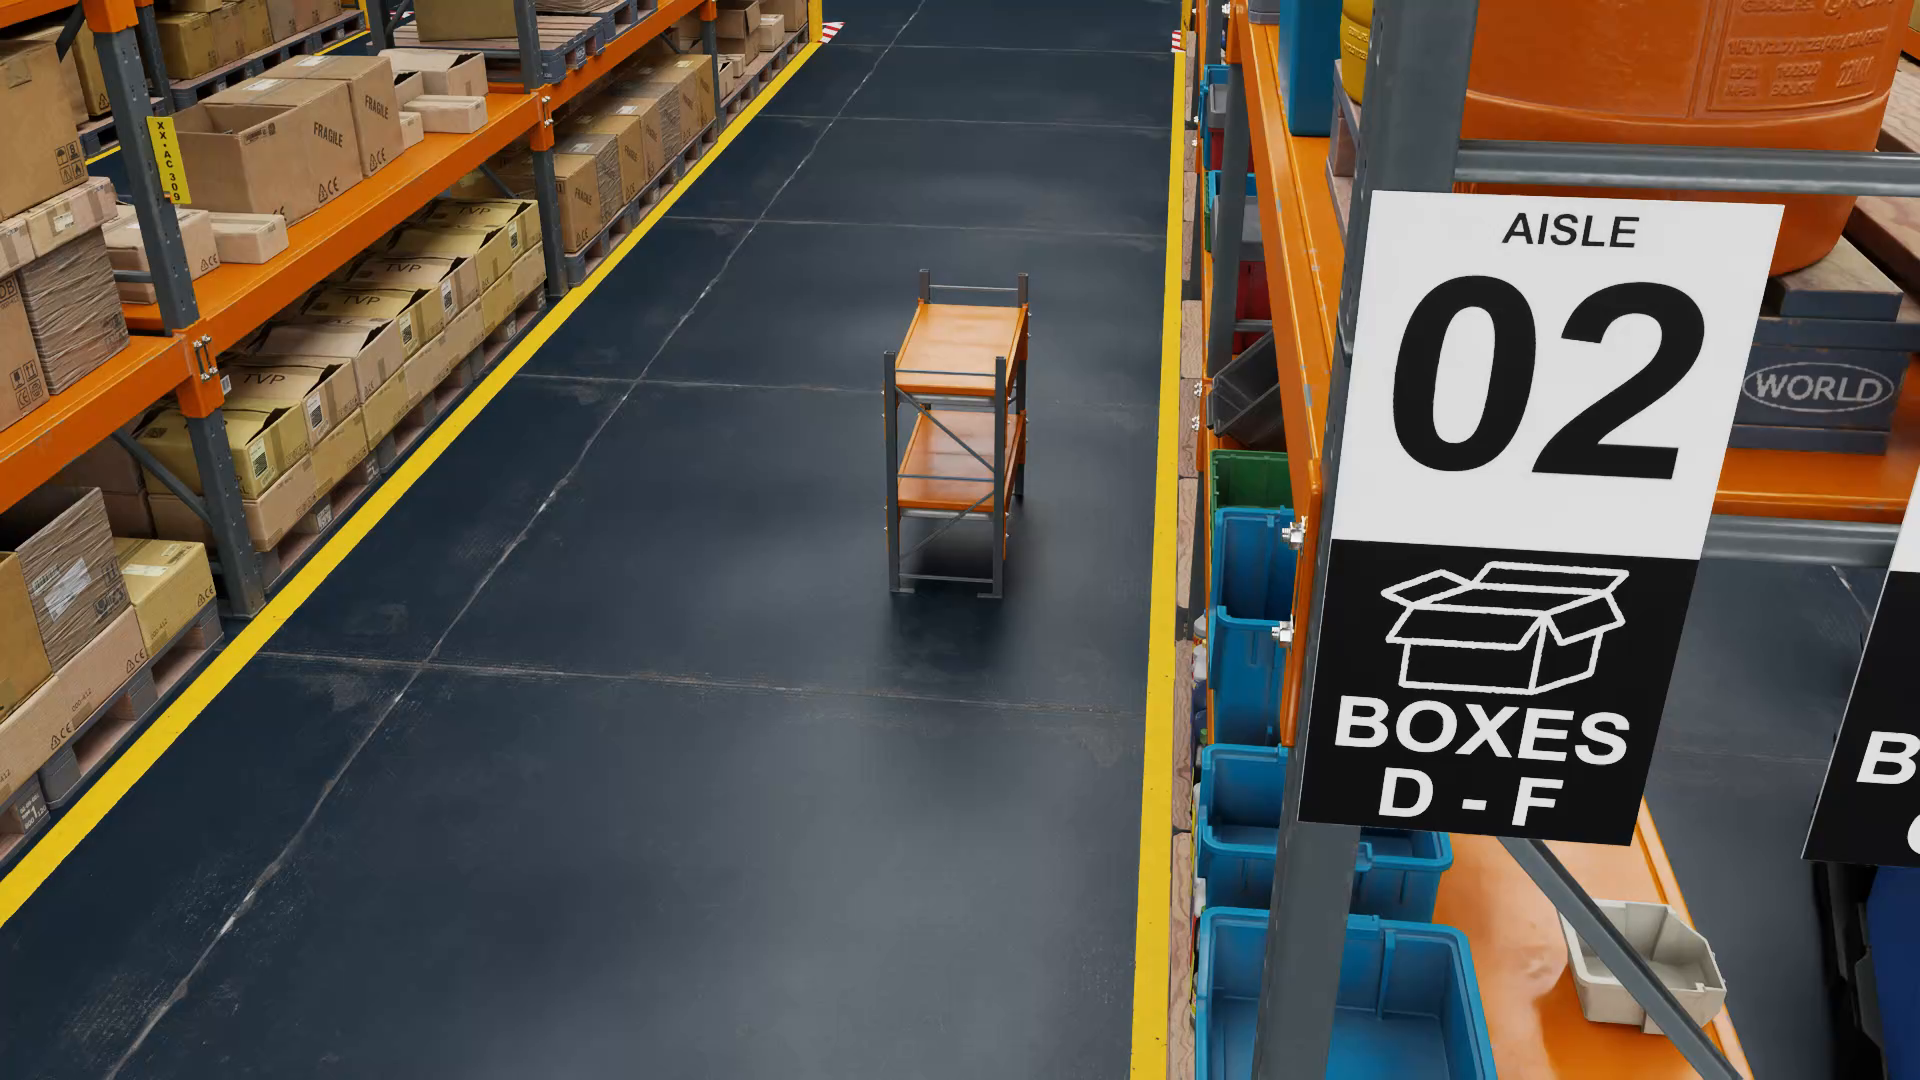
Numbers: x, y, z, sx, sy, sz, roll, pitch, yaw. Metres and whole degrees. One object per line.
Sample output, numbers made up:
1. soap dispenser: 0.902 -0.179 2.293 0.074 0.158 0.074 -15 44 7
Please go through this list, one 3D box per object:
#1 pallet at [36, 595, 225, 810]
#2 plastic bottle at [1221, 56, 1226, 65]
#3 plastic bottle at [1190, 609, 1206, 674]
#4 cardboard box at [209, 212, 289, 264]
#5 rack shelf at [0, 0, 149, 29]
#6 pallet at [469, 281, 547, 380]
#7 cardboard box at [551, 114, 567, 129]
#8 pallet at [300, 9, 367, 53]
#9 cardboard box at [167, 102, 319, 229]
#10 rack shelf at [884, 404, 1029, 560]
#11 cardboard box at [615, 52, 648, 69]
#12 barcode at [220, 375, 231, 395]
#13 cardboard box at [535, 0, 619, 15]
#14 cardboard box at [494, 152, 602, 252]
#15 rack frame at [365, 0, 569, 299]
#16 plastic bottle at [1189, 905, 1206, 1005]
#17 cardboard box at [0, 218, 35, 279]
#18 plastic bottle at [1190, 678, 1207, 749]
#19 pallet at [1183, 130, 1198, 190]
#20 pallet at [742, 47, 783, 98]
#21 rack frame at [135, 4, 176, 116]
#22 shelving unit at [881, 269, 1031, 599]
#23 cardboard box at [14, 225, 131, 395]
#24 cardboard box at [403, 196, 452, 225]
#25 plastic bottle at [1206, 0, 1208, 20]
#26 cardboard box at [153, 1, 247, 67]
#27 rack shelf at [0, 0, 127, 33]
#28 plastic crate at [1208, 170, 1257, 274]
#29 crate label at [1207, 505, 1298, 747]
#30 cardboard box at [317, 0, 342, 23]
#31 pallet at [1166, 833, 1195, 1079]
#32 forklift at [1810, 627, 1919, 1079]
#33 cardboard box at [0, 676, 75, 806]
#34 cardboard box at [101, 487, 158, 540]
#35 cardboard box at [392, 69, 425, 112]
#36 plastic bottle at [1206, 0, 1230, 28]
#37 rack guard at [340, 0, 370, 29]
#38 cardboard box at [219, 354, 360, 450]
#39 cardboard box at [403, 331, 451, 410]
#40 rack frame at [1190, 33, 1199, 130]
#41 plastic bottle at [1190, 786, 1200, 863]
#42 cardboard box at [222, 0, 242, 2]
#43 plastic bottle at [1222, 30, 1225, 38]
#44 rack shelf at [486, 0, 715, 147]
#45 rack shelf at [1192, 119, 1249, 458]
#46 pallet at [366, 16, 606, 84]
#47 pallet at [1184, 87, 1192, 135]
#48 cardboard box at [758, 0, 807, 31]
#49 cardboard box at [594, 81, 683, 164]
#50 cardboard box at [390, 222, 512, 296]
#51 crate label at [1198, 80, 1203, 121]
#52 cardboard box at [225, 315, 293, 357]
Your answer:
1. pallet: -3.652 0.564 6.481 1.003 0.211 1.213 3 28 6
2. plastic bottle: 1.551 -2.810 10.013 0.097 0.201 0.097 0 28 0
3. plastic bottle: 0.928 0.386 6.284 0.097 0.271 0.097 0 28 0
4. cardboard box: -3.202 -1.330 7.322 0.380 0.149 0.250 3 28 6
5. rack shelf: -7.695 -3.830 12.454 1.077 0.370 4.000 3 28 6
6. pallet: -3.163 -1.306 9.951 1.003 0.211 1.213 3 28 6
7. cardboard box: -3.078 -2.709 11.788 0.500 0.500 0.500 2 28 4
8. pallet: -6.980 -5.362 17.480 1.003 0.211 1.213 3 28 6
9. cardboard box: -3.338 -1.688 7.616 0.500 0.500 0.500 5 29 10
10. rack shelf: 0.001 -0.283 7.605 0.538 0.278 1.000 3 28 6
11. cardboard box: -2.834 -3.681 13.592 0.500 0.500 0.500 2 28 4
12. barcode: -3.069 -0.648 6.949 0.001 0.075 0.075 3 28 6
13. cardboard box: -2.756 -3.870 11.223 0.700 0.500 0.500 9 30 16
14. cardboard box: -2.684 -2.210 10.861 0.500 0.500 0.500 5 29 8
15. rack frame: -3.023 -2.919 10.005 1.000 3.000 0.127 3 28 6
16. plastic bottle: 0.699 1.193 4.774 0.061 0.283 0.133 4 29 7
17. cardboard box: -3.396 -0.985 5.627 0.380 0.149 0.250 3 28 5
18. plastic bottle: 0.892 0.582 5.836 0.144 0.351 0.185 4 29 8
19. pallet: 2.247 -2.924 12.954 1.003 0.211 1.213 3 28 6
20. pallet: -2.301 -4.473 15.830 1.003 0.211 1.213 3 28 6
21. rack frame: -7.450 -5.088 14.031 1.000 3.000 0.127 3 28 6
22. shelving unit: 0.001 -0.498 7.489 0.538 1.125 1.048 3 28 6
23. cardboard box: -3.561 -0.871 6.098 0.700 0.500 0.500 3 28 5
24. cardboard box: -3.379 -1.911 9.999 0.500 0.311 0.500 4 29 8
25. plastic bottle: 1.834 -3.826 11.820 0.152 0.276 0.135 3 28 6
26. cardboard box: -7.191 -4.754 15.605 0.700 0.500 0.500 3 28 6
27. rack shelf: -3.758 -1.098 4.222 1.077 0.370 4.000 3 28 6
28. plastic crate: 1.229 -1.277 6.974 0.392 0.384 0.575 3 28 6
29. crate label: 0.869 0.239 4.107 0.502 0.435 0.616 3 28 6
30. cardboard box: -6.946 -5.720 17.397 0.700 0.500 0.500 3 28 6
31. pallet: 1.132 1.371 4.983 1.003 0.211 1.213 3 28 6
32. forklift: 3.381 -0.021 4.698 1.130 2.935 3.031 10 30 18
33. cardboard box: -3.471 0.692 5.760 0.500 0.250 0.500 3 28 6
34. cardboard box: -3.750 -0.222 7.456 0.500 0.250 0.500 3 28 6
35. cardboard box: -3.325 -2.470 9.266 0.500 0.311 0.500 3 28 6
36. plastic bottle: 1.806 -3.717 11.617 0.152 0.276 0.135 3 28 6
37. rack guard: -6.957 -5.881 18.140 1.175 0.500 0.348 3 28 6
38. cardboard box: -3.149 -0.673 7.701 0.500 0.311 0.500 3 28 6
39. cardboard box: -3.030 -0.910 8.732 0.500 0.250 0.500 4 29 7
40. rack frame: 2.383 -4.512 12.962 1.000 3.000 0.127 3 28 6
41. plastic bottle: 0.816 0.871 5.300 0.144 0.351 0.185 3 28 6
42. cardboard box: -6.970 -5.200 15.749 0.380 0.149 0.250 3 28 5
43. plastic bottle: 1.627 -3.133 10.538 0.097 0.271 0.097 0 28 0
44. rack shelf: -2.778 -3.543 11.923 1.077 0.370 4.000 3 28 6
45. rack shelf: 1.648 -1.371 7.891 1.077 0.370 4.000 3 28 6
46. pallet: -3.010 -3.157 10.650 1.213 0.211 1.003 3 28 6
47. pallet: 2.434 -3.633 14.270 1.003 0.211 1.213 3 28 6
48. cardboard box: -1.865 -5.507 16.982 0.500 0.500 0.500 3 28 6
49. cardboard box: -2.440 -3.178 12.657 0.500 0.500 0.500 4 29 7
50. cardboard box: -2.900 -1.634 9.486 0.500 0.311 0.500 3 28 5
51. crate label: 1.469 -2.379 9.180 0.303 0.233 0.416 3 28 6
52. cardboard box: -3.627 -0.944 8.206 0.500 0.311 0.500 3 28 6
